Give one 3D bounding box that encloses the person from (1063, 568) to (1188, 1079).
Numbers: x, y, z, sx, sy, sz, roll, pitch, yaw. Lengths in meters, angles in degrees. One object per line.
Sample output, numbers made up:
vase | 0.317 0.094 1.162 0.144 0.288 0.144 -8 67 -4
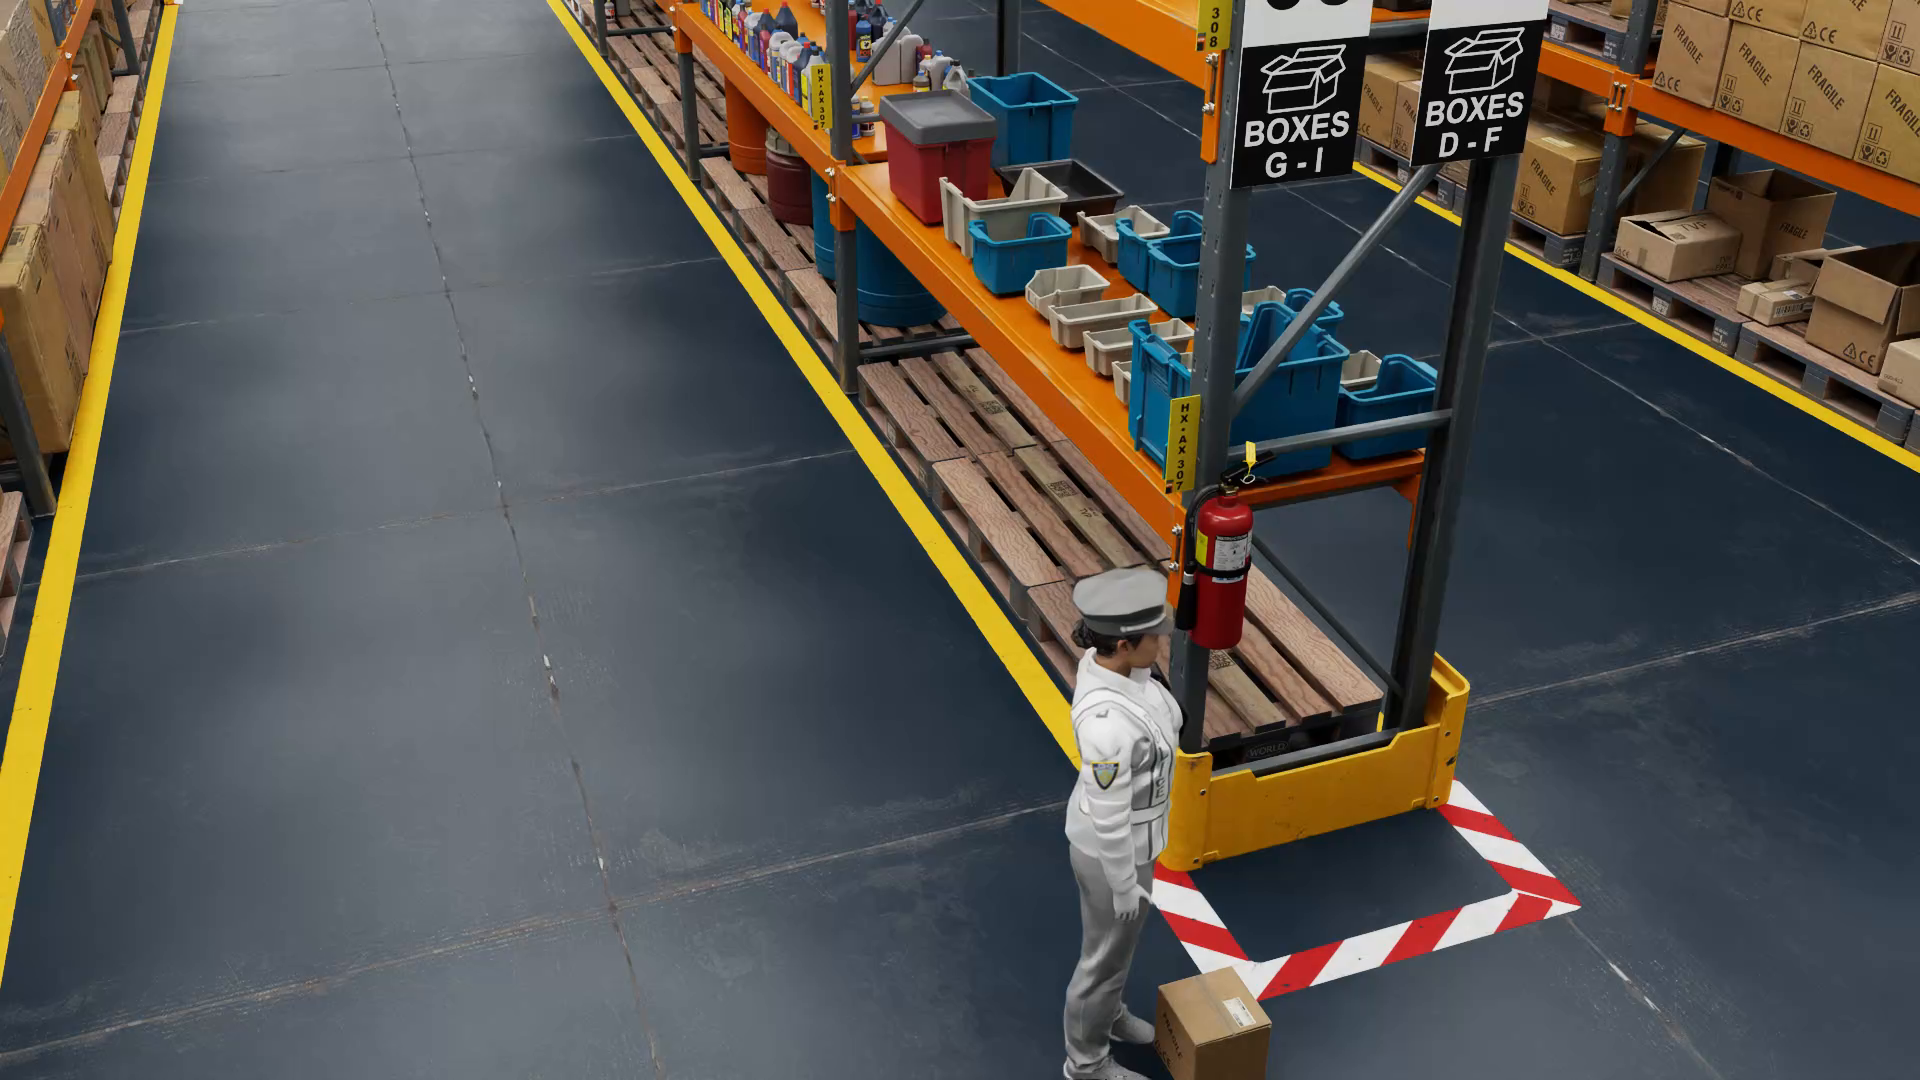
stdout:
person | 0.454 0.858 4.681 0.331 1.725 0.498 5 30 9
